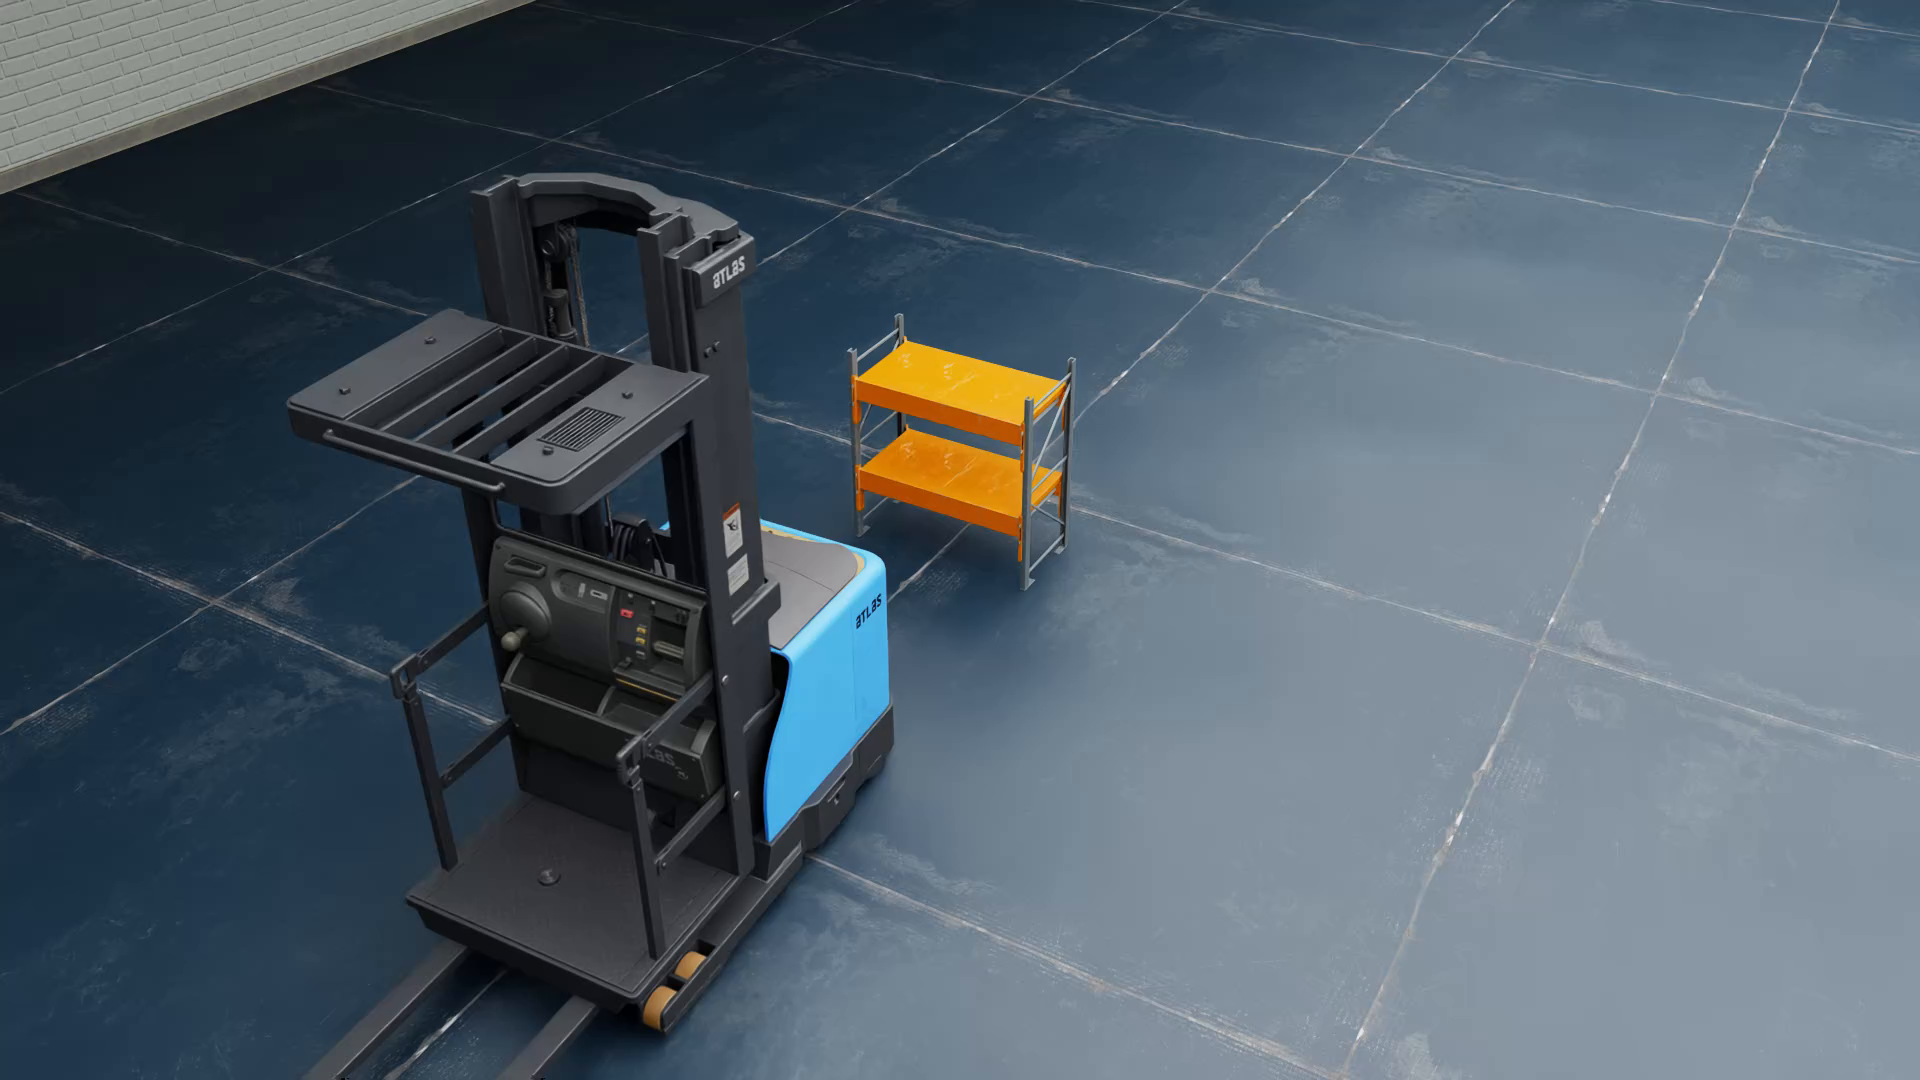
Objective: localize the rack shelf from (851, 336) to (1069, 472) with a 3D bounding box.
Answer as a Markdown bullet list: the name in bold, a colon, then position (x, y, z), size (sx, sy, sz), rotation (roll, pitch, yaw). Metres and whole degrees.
- **rack shelf**: position (0.006, -0.710, 8.544), size (1.000, 0.278, 0.538), rotation (18, 37, 24)

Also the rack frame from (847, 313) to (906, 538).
- **rack frame**: position (-0.435, -0.606, 8.916), size (0.032, 1.125, 0.500), rotation (18, 37, 24)

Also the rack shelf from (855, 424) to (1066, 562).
- **rack shelf**: position (0.006, -0.263, 8.842), size (1.000, 0.278, 0.538), rotation (18, 37, 24)

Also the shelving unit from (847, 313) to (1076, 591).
- **shelving unit**: position (0.006, -0.466, 8.706), size (1.048, 1.125, 0.538), rotation (18, 37, 24)

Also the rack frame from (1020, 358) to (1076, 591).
- **rack frame**: position (0.447, -0.327, 8.496), size (0.032, 1.125, 0.500), rotation (18, 37, 24)

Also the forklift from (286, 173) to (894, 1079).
- **forklift**: position (-1.423, 0.341, 5.865), size (1.130, 2.935, 3.031), rotation (16, 37, 23)
